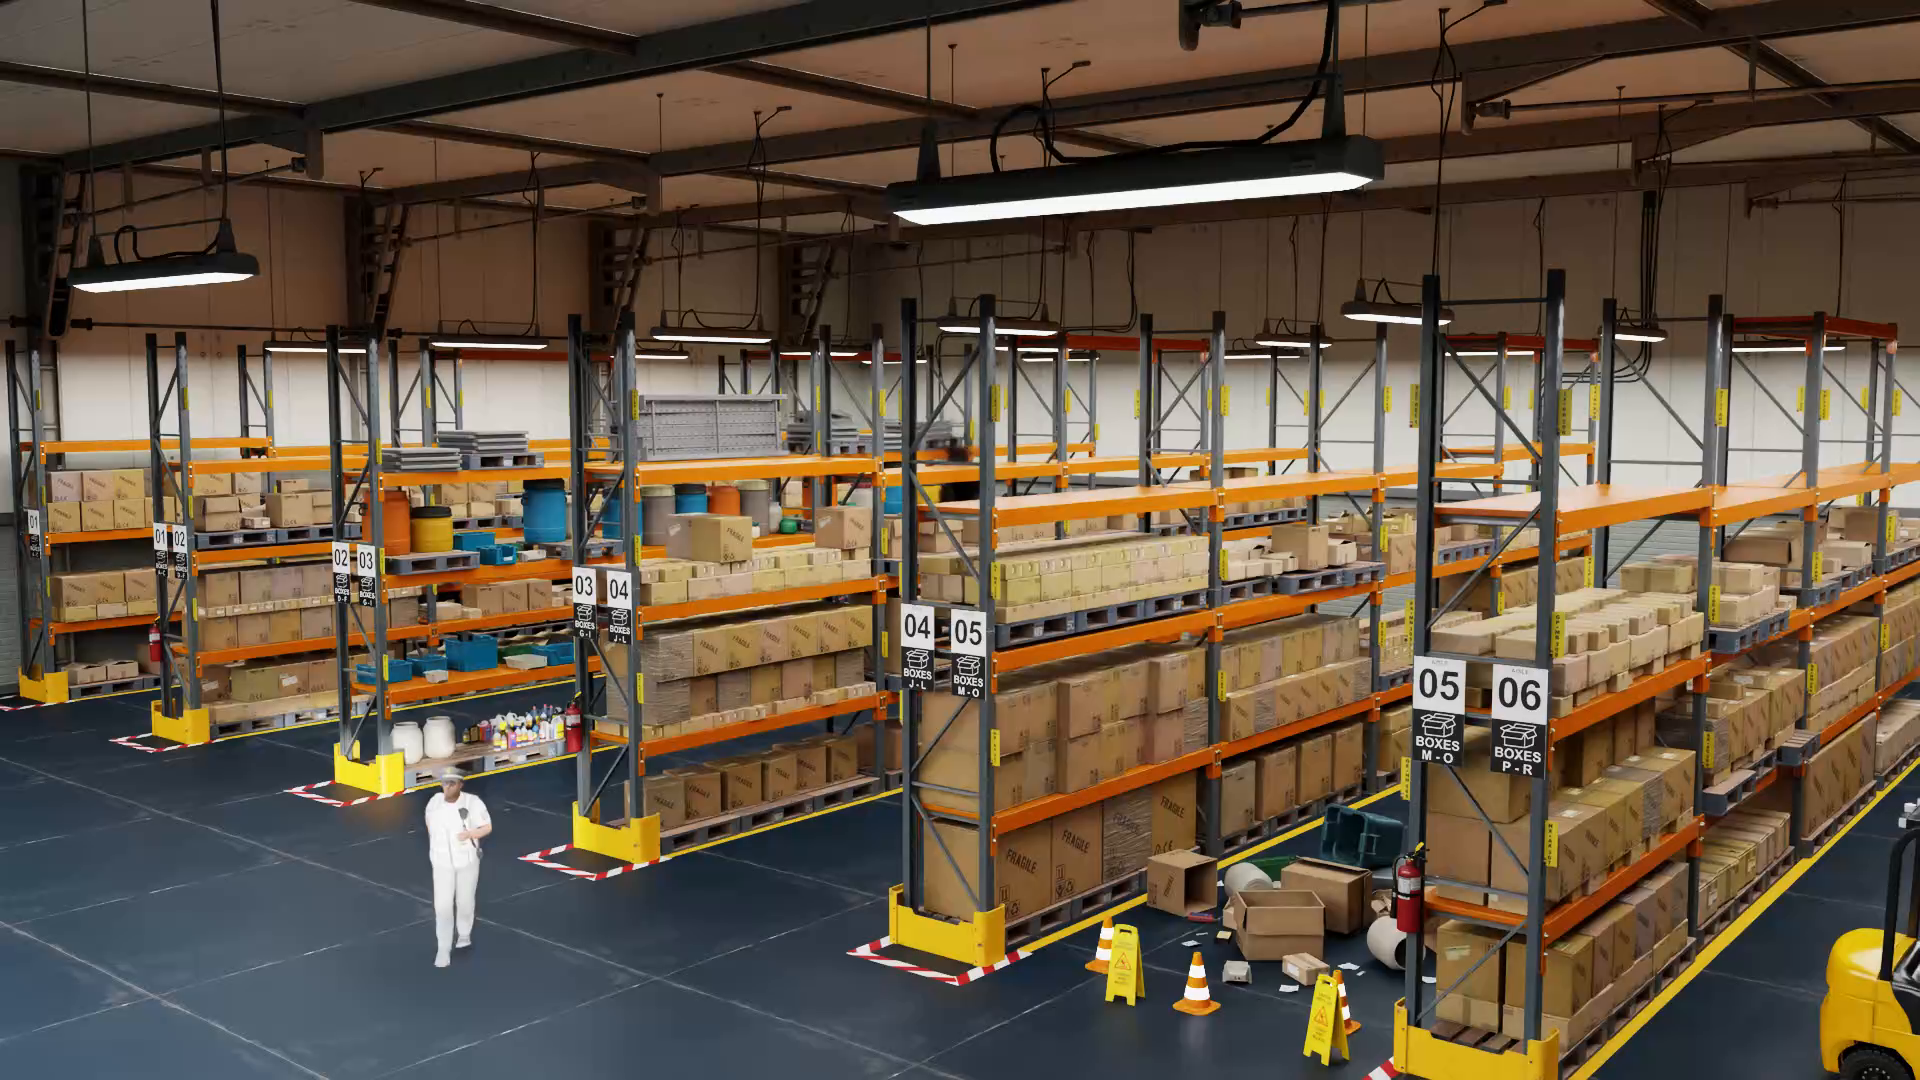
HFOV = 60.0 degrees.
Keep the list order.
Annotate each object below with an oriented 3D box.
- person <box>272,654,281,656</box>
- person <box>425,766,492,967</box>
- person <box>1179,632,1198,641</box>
[{"bbox_3d":[-11.286,1.818,27.440,0.658,1.705,0.971,4,6,36],"label":"person"},{"bbox_3d":[-4.556,2.951,15.083,0.624,1.859,0.755,-1,5,-9],"label":"person"},{"bbox_3d":[3.049,2.071,21.889,0.553,1.772,0.752,5,7,42],"label":"person"}]
